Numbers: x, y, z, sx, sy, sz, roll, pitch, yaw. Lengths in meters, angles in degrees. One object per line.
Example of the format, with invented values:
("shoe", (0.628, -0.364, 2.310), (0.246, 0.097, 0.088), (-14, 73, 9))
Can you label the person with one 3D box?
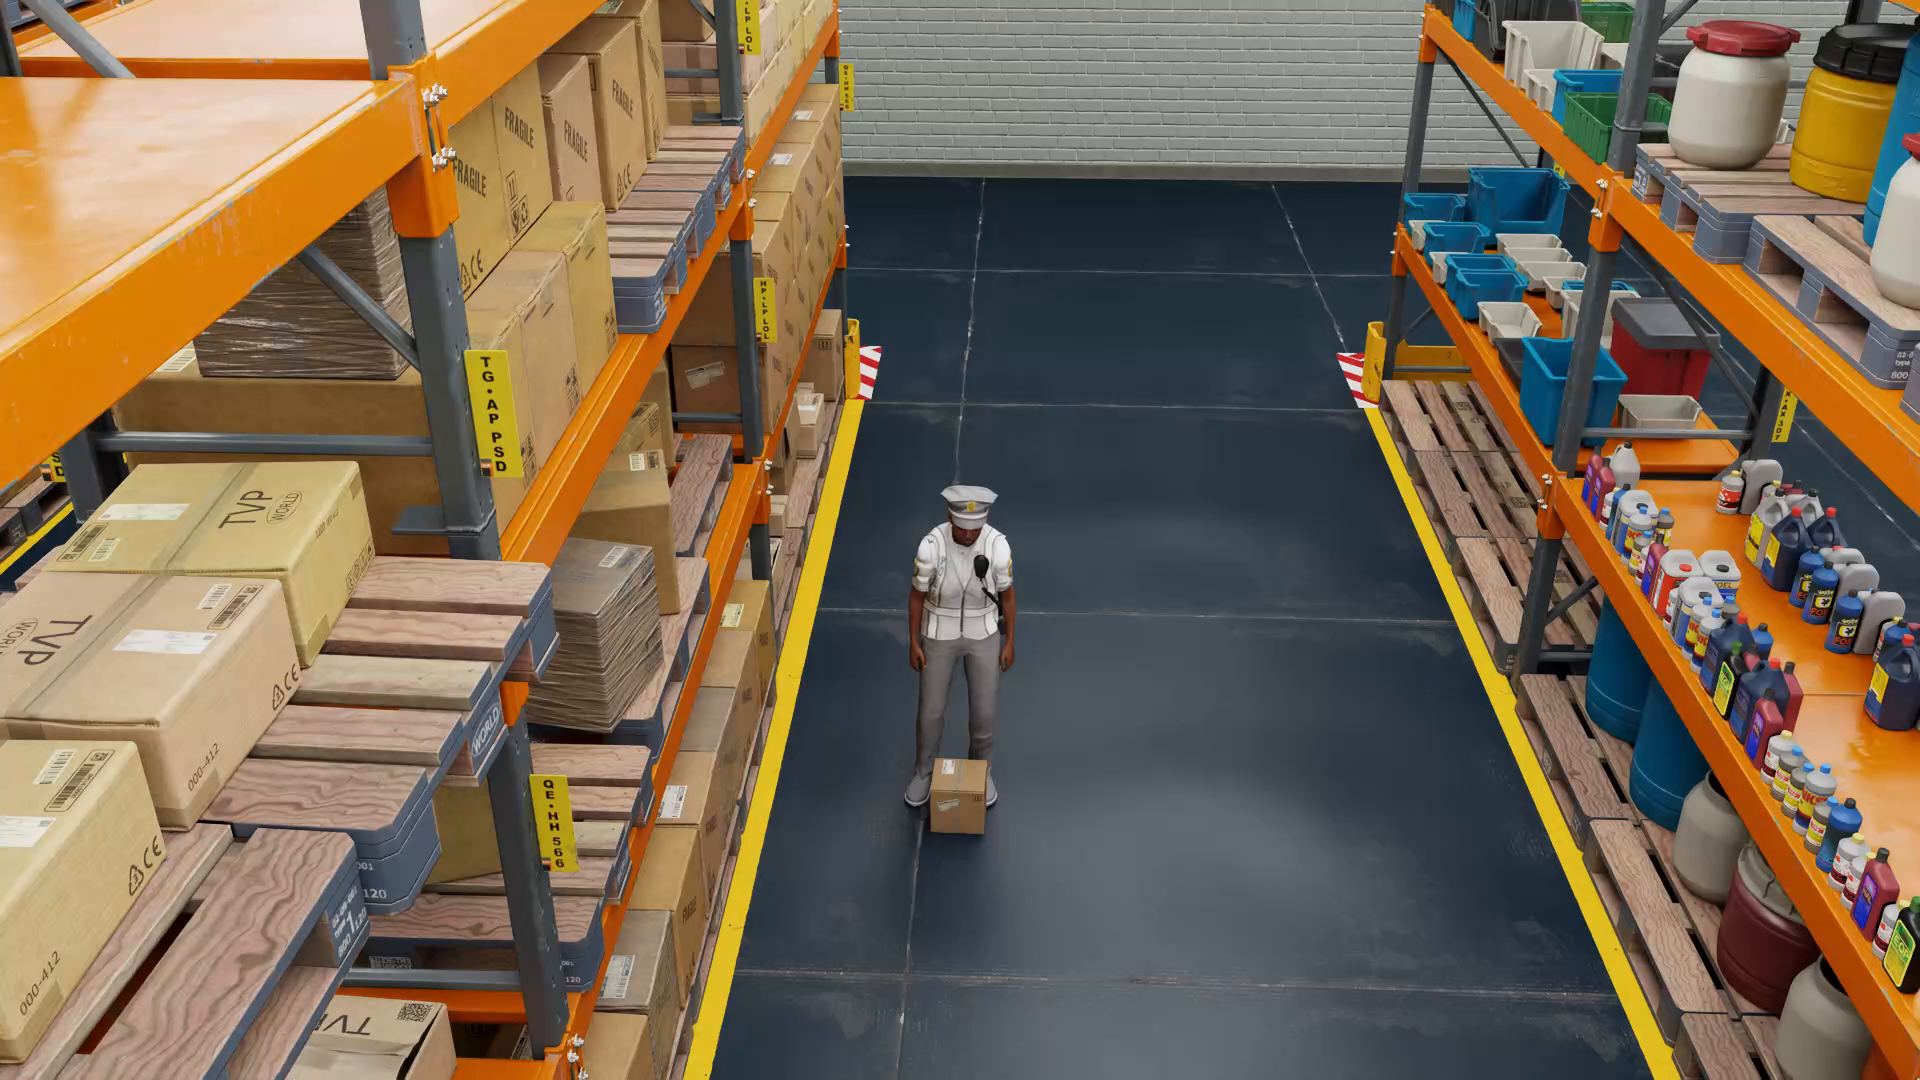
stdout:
("person", (-0.005, 0.477, 7.730), (0.530, 1.660, 0.398), (-1, 28, -1))
